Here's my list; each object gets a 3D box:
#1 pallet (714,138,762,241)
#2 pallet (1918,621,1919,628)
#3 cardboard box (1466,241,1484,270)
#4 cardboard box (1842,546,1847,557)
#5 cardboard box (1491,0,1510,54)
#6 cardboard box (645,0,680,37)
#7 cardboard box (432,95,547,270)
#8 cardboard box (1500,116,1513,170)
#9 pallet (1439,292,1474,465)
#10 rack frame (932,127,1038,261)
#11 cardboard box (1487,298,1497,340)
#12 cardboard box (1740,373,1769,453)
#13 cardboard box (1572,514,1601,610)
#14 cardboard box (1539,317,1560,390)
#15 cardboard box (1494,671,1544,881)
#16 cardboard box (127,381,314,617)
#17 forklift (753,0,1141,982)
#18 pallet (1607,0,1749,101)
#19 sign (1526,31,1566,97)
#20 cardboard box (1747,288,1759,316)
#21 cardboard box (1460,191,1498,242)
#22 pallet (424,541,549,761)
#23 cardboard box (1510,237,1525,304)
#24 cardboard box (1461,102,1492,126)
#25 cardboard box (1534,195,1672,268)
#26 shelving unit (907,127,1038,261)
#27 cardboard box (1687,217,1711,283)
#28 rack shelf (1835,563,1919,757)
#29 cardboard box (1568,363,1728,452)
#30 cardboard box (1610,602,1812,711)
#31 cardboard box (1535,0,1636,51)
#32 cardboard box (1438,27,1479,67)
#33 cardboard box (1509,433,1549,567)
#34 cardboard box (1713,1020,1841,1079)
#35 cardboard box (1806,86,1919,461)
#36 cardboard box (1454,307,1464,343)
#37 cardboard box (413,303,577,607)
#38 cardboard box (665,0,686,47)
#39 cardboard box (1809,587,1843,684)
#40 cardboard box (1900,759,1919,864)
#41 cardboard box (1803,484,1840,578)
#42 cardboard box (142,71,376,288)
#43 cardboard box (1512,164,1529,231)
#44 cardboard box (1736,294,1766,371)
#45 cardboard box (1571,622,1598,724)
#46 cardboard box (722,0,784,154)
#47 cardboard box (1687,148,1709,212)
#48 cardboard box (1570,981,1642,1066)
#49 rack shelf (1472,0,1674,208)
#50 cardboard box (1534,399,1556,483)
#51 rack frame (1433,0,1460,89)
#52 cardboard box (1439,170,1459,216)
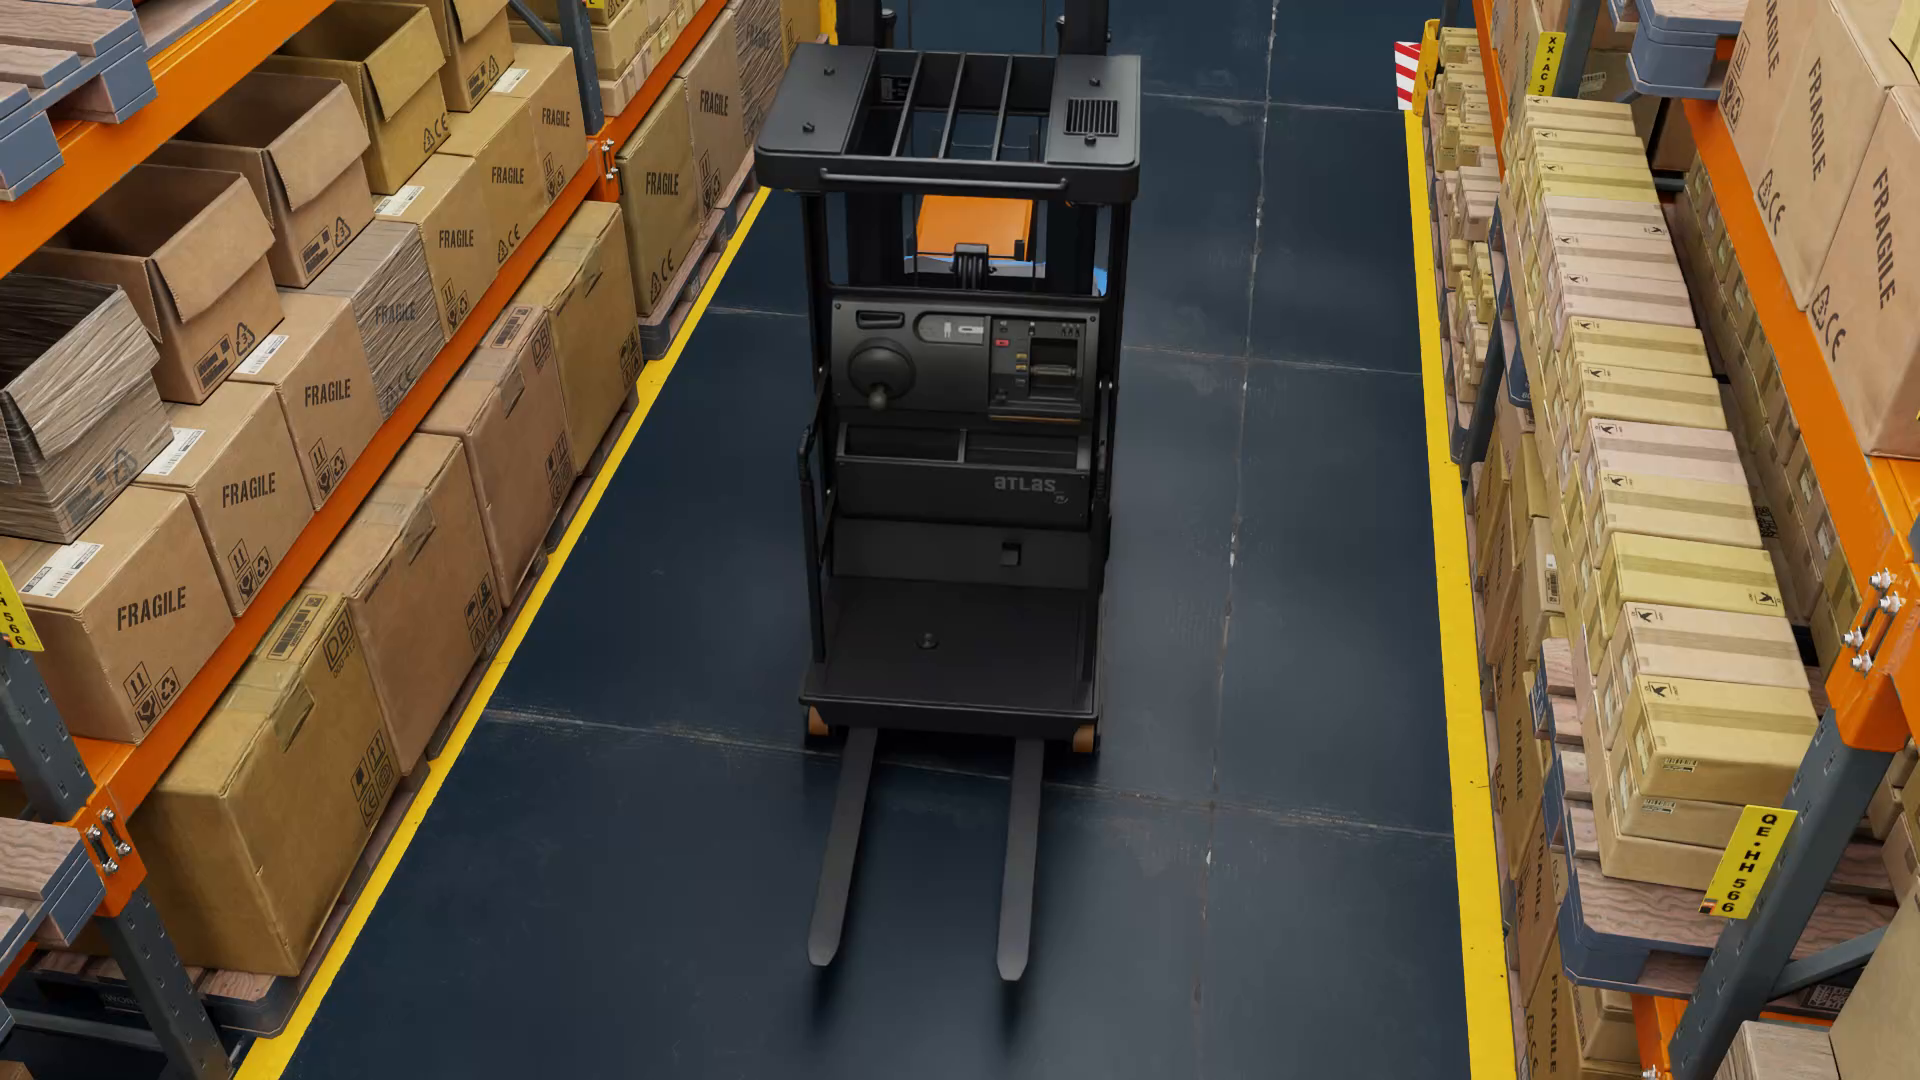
[{"bbox_3d":[-1.669,-2.174,9.714,1.003,0.211,1.213,6,40,8],"label":"pallet"},{"bbox_3d":[2.030,0.435,2.164,1.213,0.211,1.003,8,40,10],"label":"pallet"},{"bbox_3d":[2.751,-1.463,8.339,0.380,0.149,0.250,7,40,9],"label":"cardboard box"},{"bbox_3d":[2.497,0.057,4.228,0.380,0.149,0.250,5,40,6],"label":"cardboard box"},{"bbox_3d":[2.765,-2.528,7.641,0.500,0.500,0.500,6,40,7],"label":"cardboard box"},{"bbox_3d":[-1.656,-2.647,7.982,0.500,0.250,0.500,6,40,7],"label":"cardboard box"},{"bbox_3d":[-1.991,-1.418,6.532,0.500,0.500,0.500,8,40,9],"label":"cardboard box"},{"bbox_3d":[2.538,-1.684,7.130,0.380,0.149,0.250,5,40,6],"label":"cardboard box"},{"bbox_3d":[2.863,-0.753,7.995,1.003,0.211,1.213,6,40,8],"label":"pallet"},{"bbox_3d":[0.119,-1.489,8.168,0.500,1.125,0.032,3,40,4],"label":"rack frame"},{"bbox_3d":[2.587,-0.947,7.482,0.380,0.149,0.250,7,40,9],"label":"cardboard box"},{"bbox_3d":[2.685,-0.378,5.221,0.380,0.149,0.250,8,40,10],"label":"cardboard box"},{"bbox_3d":[1.858,0.078,4.435,0.380,0.149,0.250,6,40,8],"label":"cardboard box"},{"bbox_3d":[2.038,-0.561,5.209,0.380,0.149,0.250,6,40,7],"label":"cardboard box"},{"bbox_3d":[2.115,0.809,5.550,0.500,0.500,0.500,5,40,6],"label":"cardboard box"},{"bbox_3d":[-2.339,-0.140,4.986,0.500,0.500,0.500,5,40,6],"label":"cardboard box"},{"bbox_3d":[-0.003,-0.553,5.619,1.130,2.935,3.031,3,40,4],"label":"forklift"},{"bbox_3d":[2.393,-1.459,4.454,1.213,0.211,1.003,6,40,8],"label":"pallet"},{"bbox_3d":[2.246,-1.791,6.383,0.100,0.325,0.005,6,40,8],"label":"sign"},{"bbox_3d":[2.721,-0.774,5.232,0.380,0.149,0.250,5,40,6],"label":"cardboard box"},{"bbox_3d":[2.706,-1.603,8.275,0.380,0.149,0.250,5,40,6],"label":"cardboard box"},{"bbox_3d":[-2.354,0.323,6.694,1.003,0.211,1.213,6,40,8],"label":"pallet"},{"bbox_3d":[2.171,-0.940,5.900,0.380,0.149,0.250,7,40,8],"label":"cardboard box"},{"bbox_3d":[2.931,-2.245,9.053,0.380,0.149,0.250,8,40,9],"label":"cardboard box"},{"bbox_3d":[2.126,-1.007,5.515,0.380,0.149,0.250,6,40,7],"label":"cardboard box"},{"bbox_3d":[0.072,-1.167,7.778,0.538,1.125,1.048,3,40,4],"label":"shelving unit"},{"bbox_3d":[2.864,-1.033,6.013,0.380,0.149,0.250,7,40,8],"label":"cardboard box"},{"bbox_3d":[1.743,1.485,1.311,1.077,0.370,4.000,6,40,8],"label":"rack shelf"},{"bbox_3d":[1.949,-0.356,4.727,0.380,0.149,0.250,8,40,10],"label":"cardboard box"},{"bbox_3d":[1.768,0.298,3.936,0.380,0.149,0.250,6,40,7],"label":"cardboard box"},{"bbox_3d":[2.596,-2.265,6.539,0.500,0.500,0.500,5,40,6],"label":"cardboard box"},{"bbox_3d":[3.048,-2.914,9.861,0.380,0.149,0.250,5,40,6],"label":"cardboard box"},{"bbox_3d":[2.304,-0.121,6.085,0.500,0.250,0.500,7,40,9],"label":"cardboard box"},{"bbox_3d":[1.746,1.322,3.219,0.500,0.500,0.500,7,40,8],"label":"cardboard box"},{"bbox_3d":[1.938,-0.473,3.035,0.500,0.500,0.500,6,40,8],"label":"cardboard box"},{"bbox_3d":[2.623,-1.076,8.105,0.380,0.149,0.250,5,40,6],"label":"cardboard box"},{"bbox_3d":[-2.331,-0.391,6.706,1.225,0.875,0.875,5,40,6],"label":"cardboard box"},{"bbox_3d":[-1.573,-2.560,8.190,0.380,0.149,0.250,5,40,6],"label":"cardboard box"},{"bbox_3d":[2.503,0.277,4.428,0.380,0.149,0.250,8,40,10],"label":"cardboard box"},{"bbox_3d":[2.371,0.647,3.747,0.380,0.149,0.250,8,40,10],"label":"cardboard box"},{"bbox_3d":[2.546,-0.006,4.537,0.380,0.149,0.250,6,40,8],"label":"cardboard box"},{"bbox_3d":[-2.411,-1.215,5.499,0.797,0.503,0.637,8,40,9],"label":"cardboard box"},{"bbox_3d":[2.217,-1.222,6.009,0.380,0.149,0.250,6,40,7],"label":"cardboard box"},{"bbox_3d":[2.728,-0.654,5.321,0.380,0.149,0.250,4,40,5],"label":"cardboard box"},{"bbox_3d":[1.811,0.366,4.321,0.380,0.149,0.250,7,40,8],"label":"cardboard box"},{"bbox_3d":[-1.583,-2.884,9.722,0.875,0.875,0.875,6,40,8],"label":"cardboard box"},{"bbox_3d":[2.907,-1.310,6.115,0.380,0.149,0.250,8,40,9],"label":"cardboard box"},{"bbox_3d":[1.949,1.163,4.533,0.500,0.250,0.500,6,40,7],"label":"cardboard box"},{"bbox_3d":[3.128,-2.380,8.339,1.077,0.370,4.000,6,40,8],"label":"rack shelf"},{"bbox_3d":[1.993,-0.293,5.118,0.380,0.149,0.250,5,40,6],"label":"cardboard box"},{"bbox_3d":[3.474,-3.912,9.628,1.000,3.000,0.127,6,40,8],"label":"rack frame"},{"bbox_3d":[2.836,-1.886,9.085,0.380,0.149,0.250,5,40,6],"label":"cardboard box"}]
